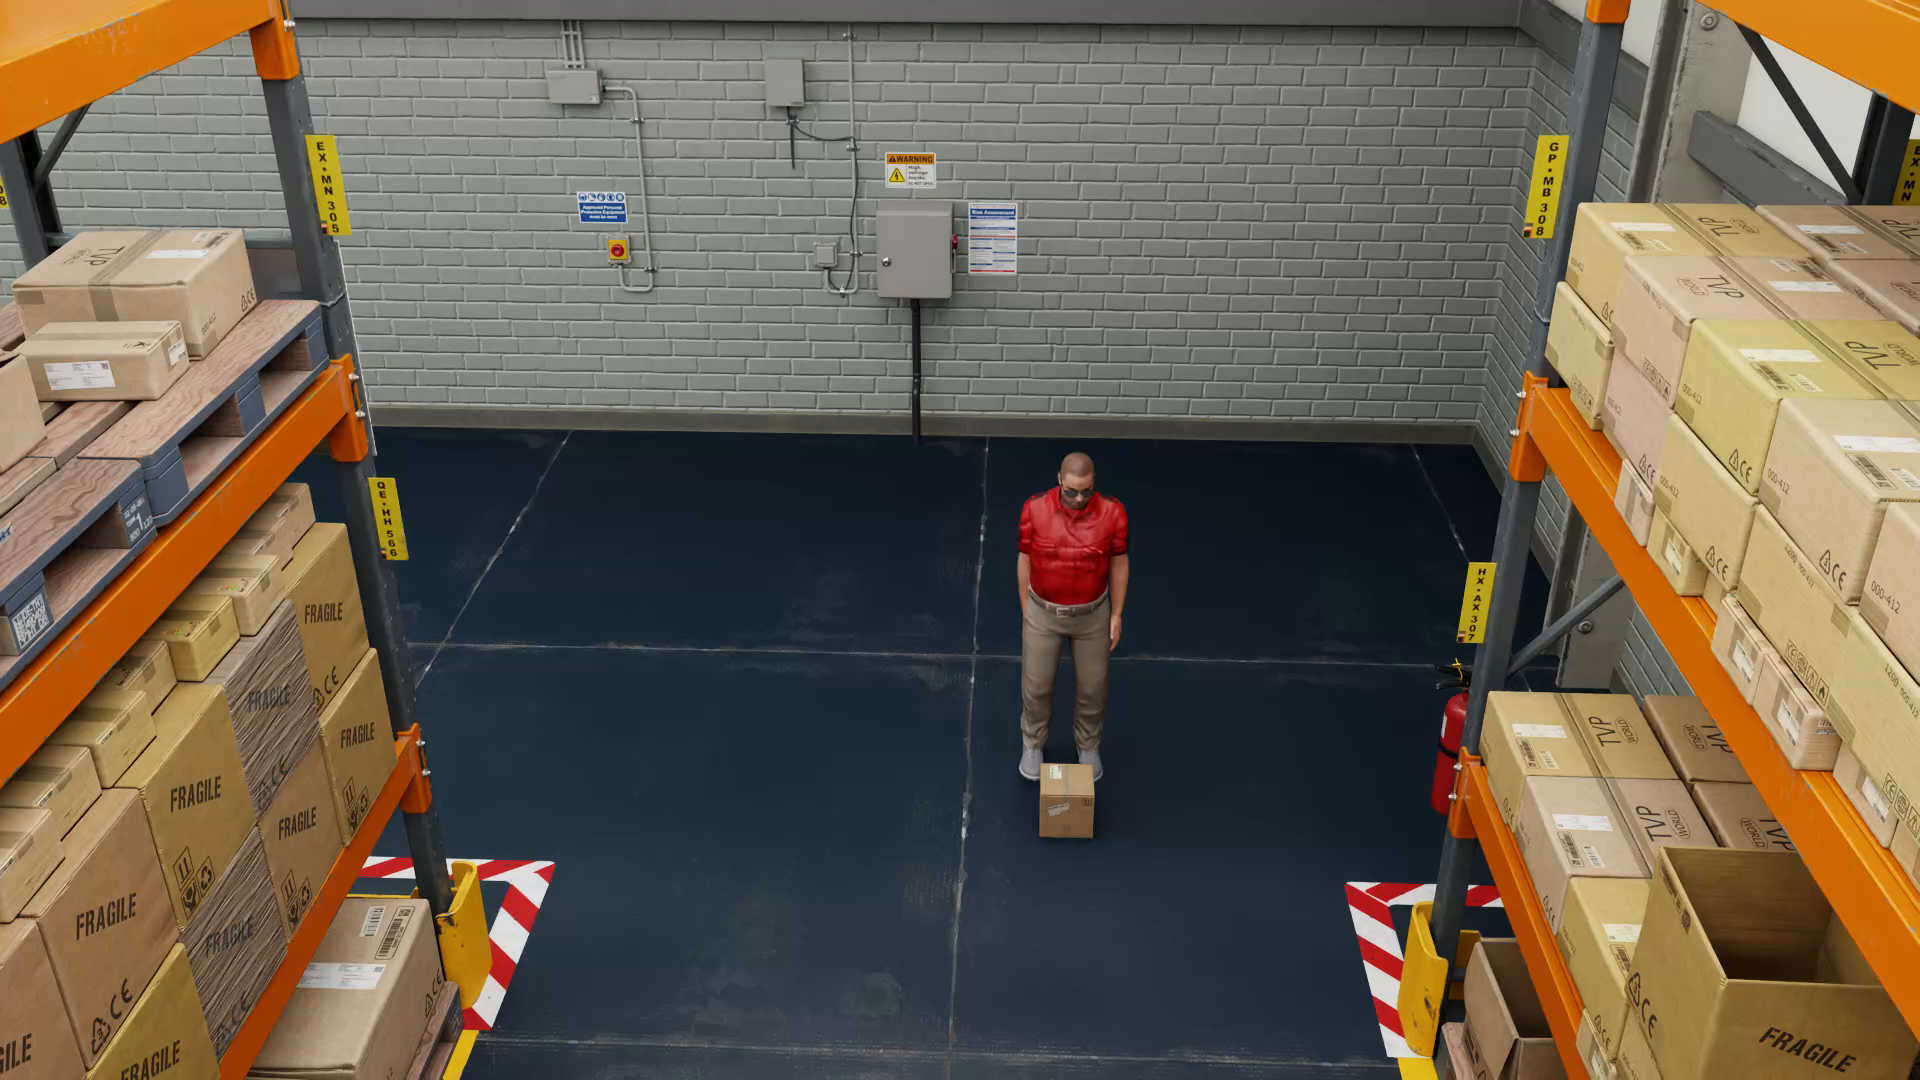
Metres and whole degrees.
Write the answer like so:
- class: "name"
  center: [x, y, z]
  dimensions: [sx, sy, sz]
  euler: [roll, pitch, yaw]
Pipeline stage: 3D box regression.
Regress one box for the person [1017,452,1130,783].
- class: "person"
  center: [0.534, 0.368, 7.965]
  dimensions: [0.532, 1.724, 0.357]
  euler: [2, 28, 3]
